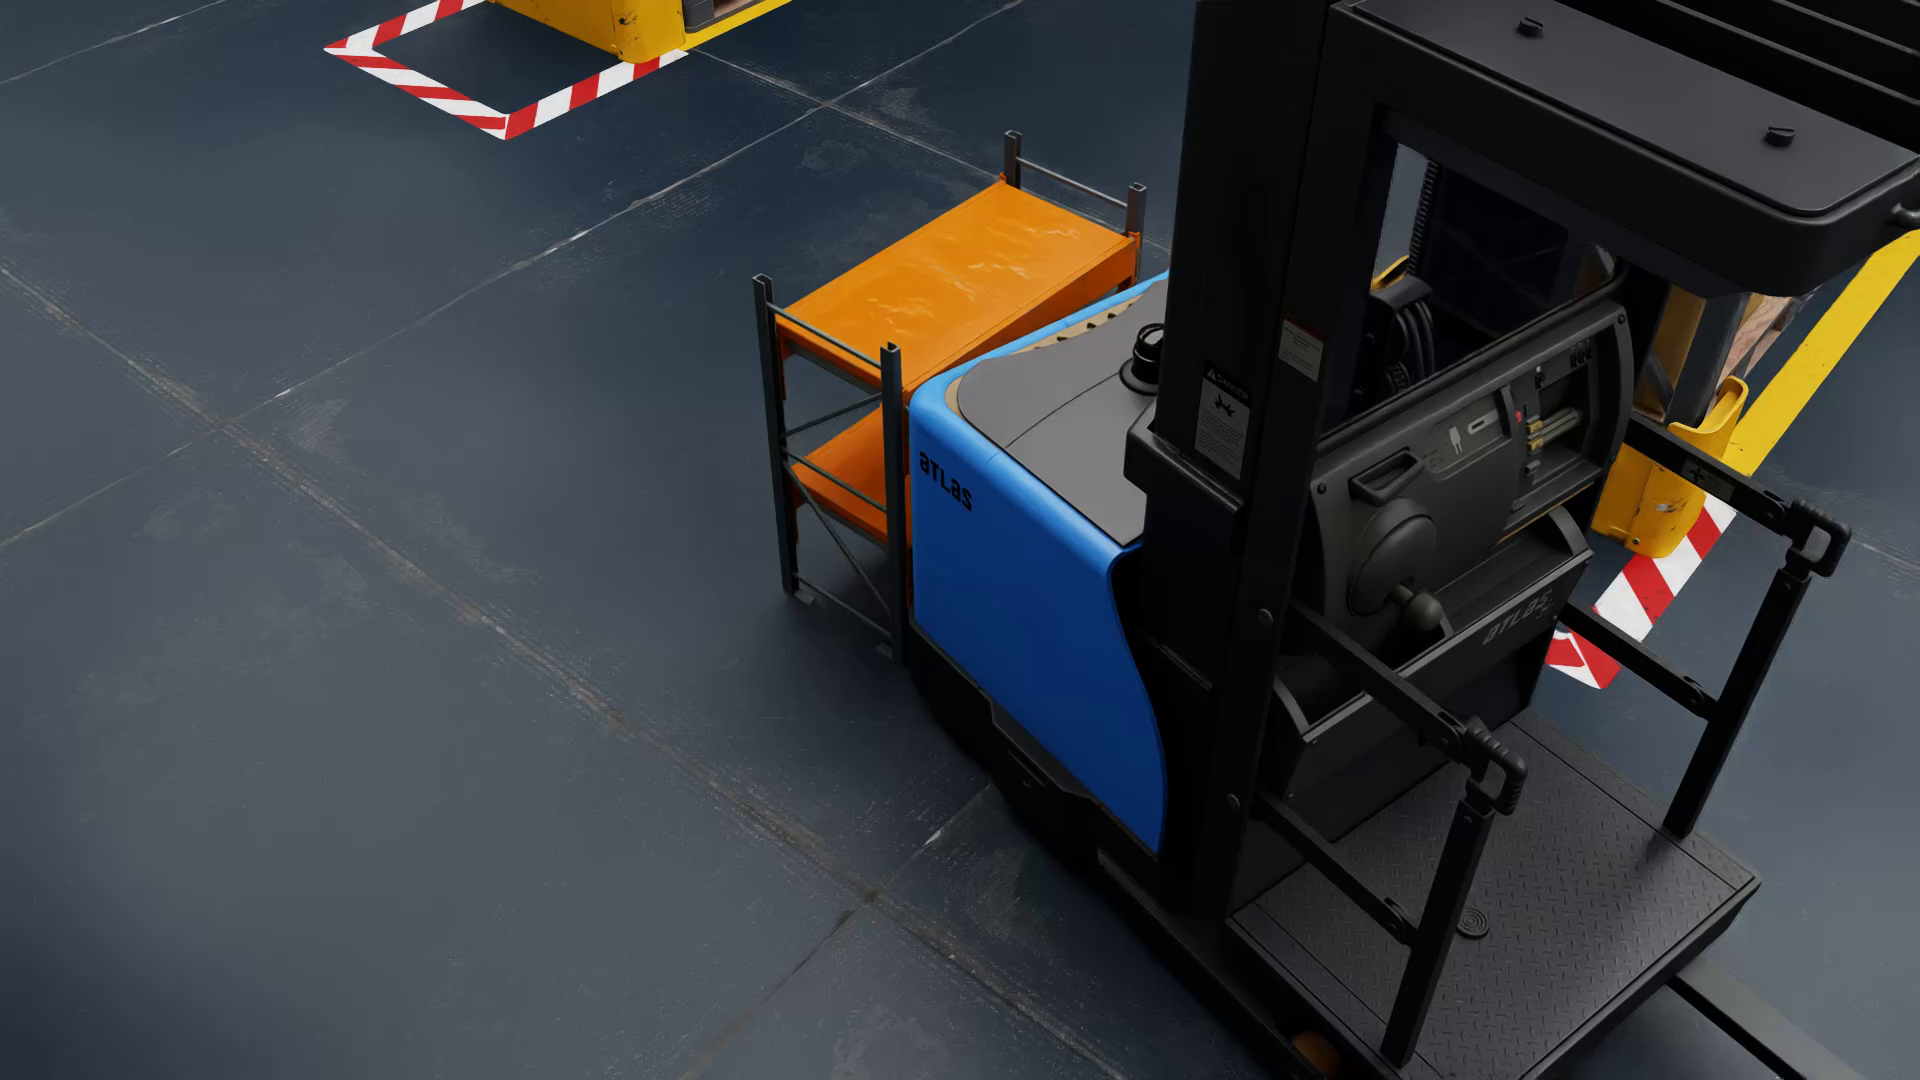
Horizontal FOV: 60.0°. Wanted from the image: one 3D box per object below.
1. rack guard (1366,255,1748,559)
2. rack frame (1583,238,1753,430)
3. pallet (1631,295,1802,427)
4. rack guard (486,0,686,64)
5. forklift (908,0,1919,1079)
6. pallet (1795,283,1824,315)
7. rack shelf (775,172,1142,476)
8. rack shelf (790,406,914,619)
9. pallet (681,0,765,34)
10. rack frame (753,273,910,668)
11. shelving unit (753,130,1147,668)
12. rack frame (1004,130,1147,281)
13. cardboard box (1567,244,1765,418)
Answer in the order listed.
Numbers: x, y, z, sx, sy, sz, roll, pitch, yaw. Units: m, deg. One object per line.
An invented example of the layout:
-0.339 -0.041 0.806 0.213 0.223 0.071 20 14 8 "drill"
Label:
1.845 -0.450 5.373 1.175 0.500 0.348 29 50 28 "rack guard"
1.860 -1.387 4.546 1.000 3.000 0.127 29 50 28 "rack frame"
2.315 -0.801 5.974 1.003 0.211 1.213 29 50 28 "pallet"
-1.822 -2.701 7.849 1.175 0.500 0.348 29 50 28 "rack guard"
1.151 -0.070 3.148 1.130 2.935 3.031 -27 49 -27 "forklift"
3.100 -1.427 6.662 1.003 0.211 1.213 29 50 28 "pallet"
-0.008 -0.636 4.678 0.538 0.278 1.000 31 50 29 "rack shelf"
-0.008 -0.239 5.039 0.538 0.278 1.000 31 50 29 "rack shelf"
-1.272 -2.997 8.389 1.003 0.211 1.213 29 50 28 "pallet"
-0.344 -0.163 4.592 0.500 1.125 0.032 31 50 29 "rack frame"
-0.008 -0.420 4.875 0.538 1.125 1.048 31 50 29 "shelving unit"
0.327 -0.677 5.157 0.500 1.125 0.032 31 50 29 "rack frame"
2.211 -1.121 5.520 0.875 0.875 0.875 29 50 28 "cardboard box"
